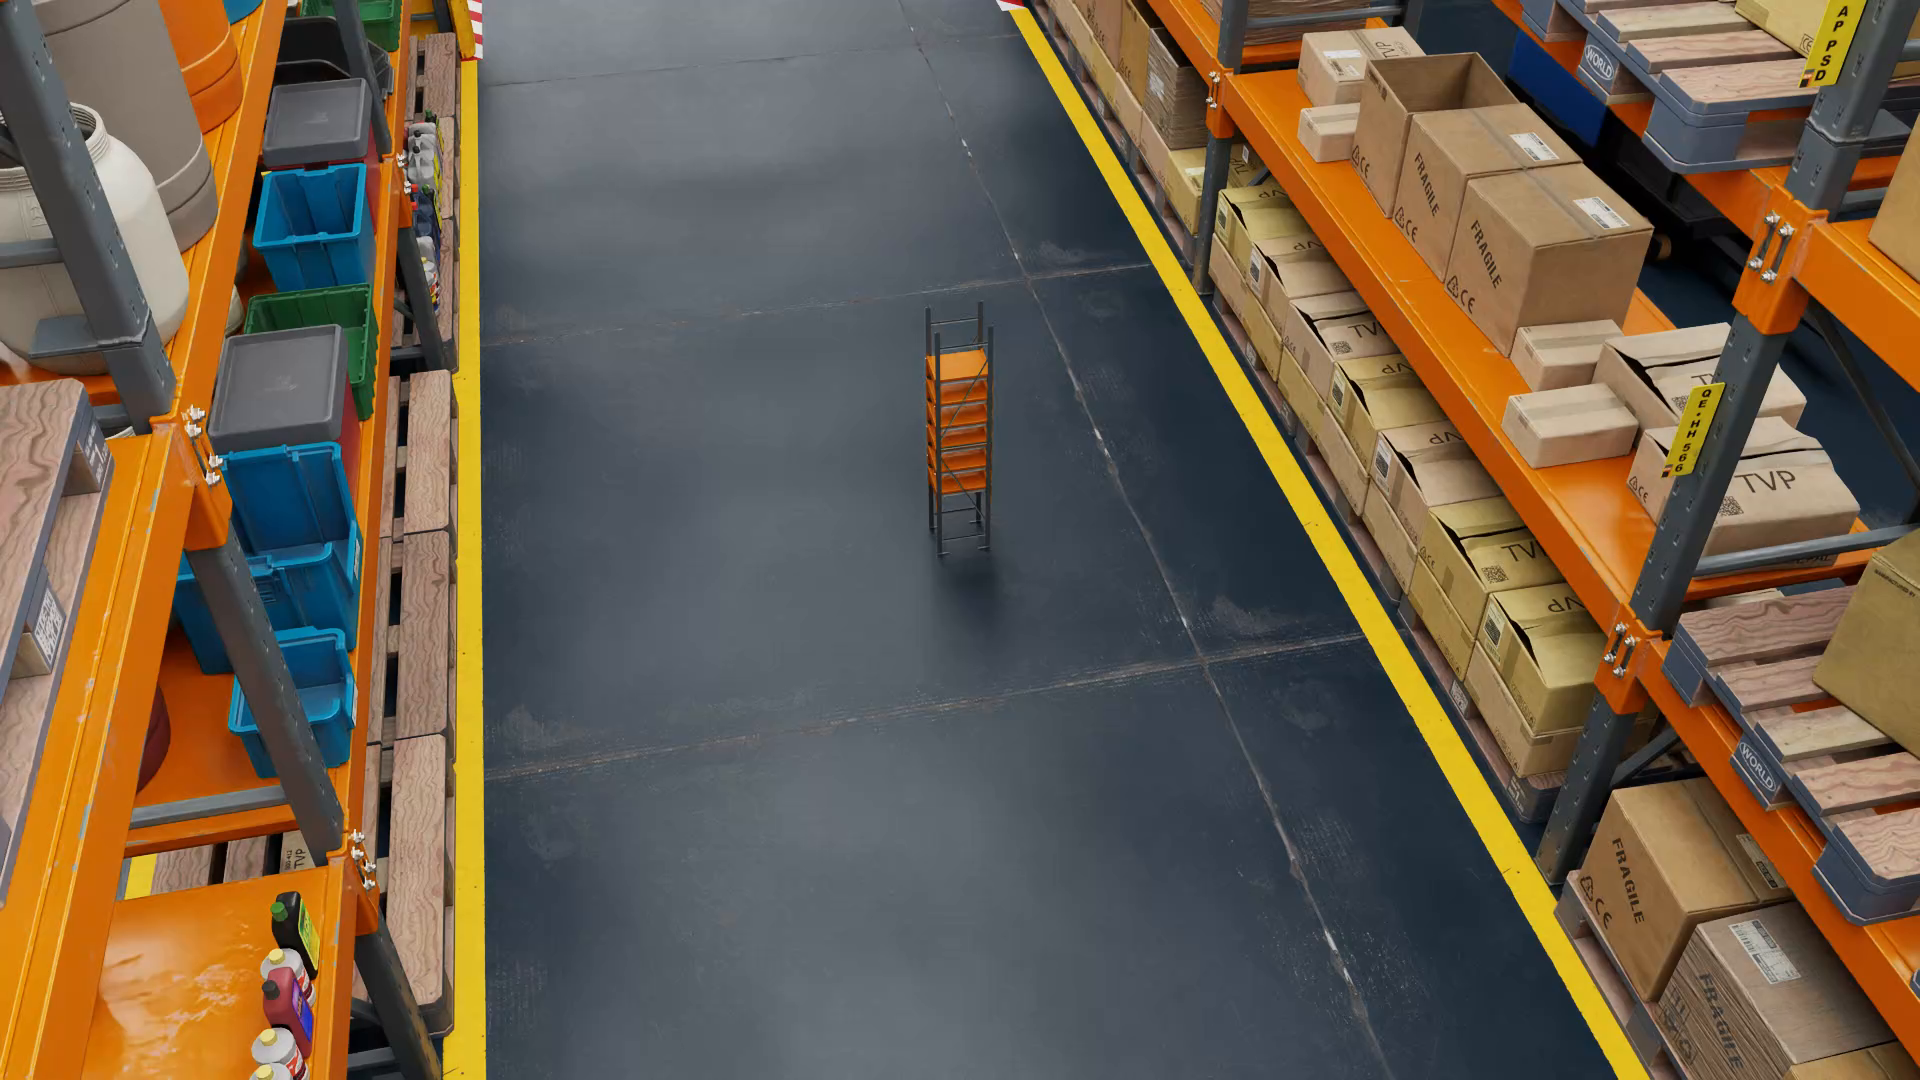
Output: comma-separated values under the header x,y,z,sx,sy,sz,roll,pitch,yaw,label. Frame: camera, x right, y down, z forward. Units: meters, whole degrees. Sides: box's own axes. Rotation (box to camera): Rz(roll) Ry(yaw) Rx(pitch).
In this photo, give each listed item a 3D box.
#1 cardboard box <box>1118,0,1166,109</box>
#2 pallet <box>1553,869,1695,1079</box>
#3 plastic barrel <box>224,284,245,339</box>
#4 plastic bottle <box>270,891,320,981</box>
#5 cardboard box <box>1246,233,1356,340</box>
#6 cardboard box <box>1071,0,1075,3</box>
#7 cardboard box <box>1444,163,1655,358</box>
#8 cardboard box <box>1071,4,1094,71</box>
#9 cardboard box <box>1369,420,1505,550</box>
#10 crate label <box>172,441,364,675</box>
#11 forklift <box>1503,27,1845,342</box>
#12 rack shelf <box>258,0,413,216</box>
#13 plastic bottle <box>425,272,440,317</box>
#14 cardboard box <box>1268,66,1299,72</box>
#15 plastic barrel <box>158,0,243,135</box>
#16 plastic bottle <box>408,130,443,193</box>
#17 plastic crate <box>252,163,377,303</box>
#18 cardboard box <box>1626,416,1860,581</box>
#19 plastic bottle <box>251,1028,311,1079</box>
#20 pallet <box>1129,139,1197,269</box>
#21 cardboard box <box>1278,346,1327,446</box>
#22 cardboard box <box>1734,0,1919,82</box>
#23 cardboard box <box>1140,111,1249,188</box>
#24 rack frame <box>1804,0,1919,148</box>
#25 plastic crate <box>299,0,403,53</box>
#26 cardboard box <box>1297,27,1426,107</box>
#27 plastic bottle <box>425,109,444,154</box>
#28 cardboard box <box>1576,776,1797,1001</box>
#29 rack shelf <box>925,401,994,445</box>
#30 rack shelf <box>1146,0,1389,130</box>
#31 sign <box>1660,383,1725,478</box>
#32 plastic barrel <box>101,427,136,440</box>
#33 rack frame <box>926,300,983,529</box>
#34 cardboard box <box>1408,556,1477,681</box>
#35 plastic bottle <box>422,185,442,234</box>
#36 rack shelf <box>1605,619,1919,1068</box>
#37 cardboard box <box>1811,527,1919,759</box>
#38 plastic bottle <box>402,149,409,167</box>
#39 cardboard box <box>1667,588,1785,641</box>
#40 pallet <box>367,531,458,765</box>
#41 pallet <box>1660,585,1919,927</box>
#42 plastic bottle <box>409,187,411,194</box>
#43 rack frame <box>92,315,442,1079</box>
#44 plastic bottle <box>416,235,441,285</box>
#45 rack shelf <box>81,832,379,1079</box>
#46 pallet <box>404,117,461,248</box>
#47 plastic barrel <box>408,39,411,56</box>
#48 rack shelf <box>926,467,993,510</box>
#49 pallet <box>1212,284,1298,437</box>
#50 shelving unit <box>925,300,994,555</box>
x,y,z,sx,sy,sz,roll,pitch,yaw,label
1.248,-2.880,9.707,0.500,0.500,0.500,-8,42,-9,cardboard box
2.757,1.573,5.601,1.003,0.211,1.213,-8,42,-9,pallet
-2.932,-0.913,6.405,0.301,0.262,0.301,0,42,0,plastic barrel
-1.701,0.993,4.242,0.061,0.283,0.133,-8,42,-9,plastic bottle
1.718,-1.262,8.026,0.500,0.311,0.500,-9,42,-10,cardboard box
0.914,-3.851,10.800,0.500,0.500,0.500,-8,42,-9,cardboard box
2.255,-1.082,6.416,0.500,0.500,0.500,-10,43,-12,cardboard box
1.024,-3.246,10.684,0.500,0.250,0.500,-8,42,-9,cardboard box
2.055,-0.266,6.904,0.500,0.311,0.500,-9,42,-10,cardboard box
-2.155,0.052,5.187,0.502,0.435,0.616,-8,42,-9,crate label
4.281,-2.934,8.629,1.130,2.935,3.031,-11,43,-12,forklift
-3.500,-2.872,9.050,1.077,0.370,4.000,-8,42,-9,rack shelf
-2.709,-1.258,8.414,0.097,0.271,0.097,0,42,0,plastic bottle
1.975,-2.307,9.061,0.500,0.500,0.500,-8,42,-9,cardboard box
-2.311,-1.522,4.404,0.600,0.830,0.708,-8,42,-9,plastic barrel
-3.010,-2.120,9.324,0.144,0.351,0.185,-7,42,-8,plastic bottle
-2.526,-1.168,6.600,0.392,0.384,0.575,-8,42,-9,plastic crate
2.597,-0.168,5.529,0.500,0.311,0.500,-6,42,-7,cardboard box
-1.644,1.250,4.013,0.097,0.201,0.097,0,42,0,plastic bottle
1.639,-2.031,9.660,1.003,0.211,1.213,-8,42,-9,pallet
1.838,-0.717,7.835,0.500,0.250,0.500,-10,42,-11,cardboard box
2.480,-1.468,4.463,0.500,0.250,0.500,-11,43,-12,cardboard box
1.358,-2.276,9.591,0.500,0.250,0.500,-8,42,-9,cardboard box
2.633,-2.203,3.235,1.000,3.000,0.127,-8,42,-9,rack frame
-3.085,-2.686,8.458,0.450,0.188,0.662,-8,42,-9,plastic crate
1.918,-2.183,7.845,0.500,0.250,0.500,-6,42,-7,cardboard box
-3.064,-2.386,9.674,0.061,0.283,0.133,-7,42,-8,plastic bottle
2.452,1.147,5.532,0.500,0.500,0.500,-7,42,-7,cardboard box
-0.003,-0.515,7.094,0.258,0.103,0.180,-8,42,-9,rack shelf
1.338,-3.580,9.847,1.077,0.370,4.000,-8,42,-9,rack shelf
2.092,-0.311,4.750,0.100,0.325,0.005,-8,42,-9,sign
-2.726,-0.203,5.417,0.421,0.512,0.421,0,42,0,plastic barrel
-0.023,-0.517,7.211,0.240,1.200,0.006,-8,42,-9,rack frame
2.166,0.272,6.720,0.500,0.250,0.500,-9,42,-10,cardboard box
-2.873,-1.812,9.028,0.061,0.283,0.133,-7,42,-7,plastic bottle
3.065,1.606,4.005,1.077,0.370,4.000,-8,42,-9,rack shelf
2.879,0.238,4.612,0.700,0.500,0.500,-22,46,-23,cardboard box
-3.167,-2.141,9.460,0.097,0.201,0.097,0,42,0,plastic bottle
2.807,0.321,6.243,0.500,0.311,0.500,-7,42,-8,cardboard box
-2.594,0.494,6.816,1.003,0.211,1.213,-8,42,-9,pallet
2.848,0.542,4.806,1.213,0.211,1.003,-8,42,-9,pallet
-2.946,-1.784,9.006,0.097,0.271,0.097,0,42,0,plastic bottle
-2.205,0.748,4.430,1.000,3.000,0.127,-8,42,-9,rack frame
-2.805,-1.466,8.644,0.152,0.276,0.135,-7,42,-8,plastic bottle
-1.773,2.313,3.208,1.077,0.370,4.000,-8,42,-9,rack shelf
-3.439,-2.036,9.666,1.003,0.211,1.213,-8,42,-9,pallet
-3.715,-3.249,10.490,0.421,0.512,0.421,0,42,0,plastic barrel
-0.003,-0.245,7.333,0.258,0.103,0.180,-8,42,-9,rack shelf
1.967,-1.037,8.541,1.003,0.211,1.213,-8,42,-9,pallet
-0.003,-0.458,7.144,0.258,1.200,0.189,-8,42,-9,shelving unit
